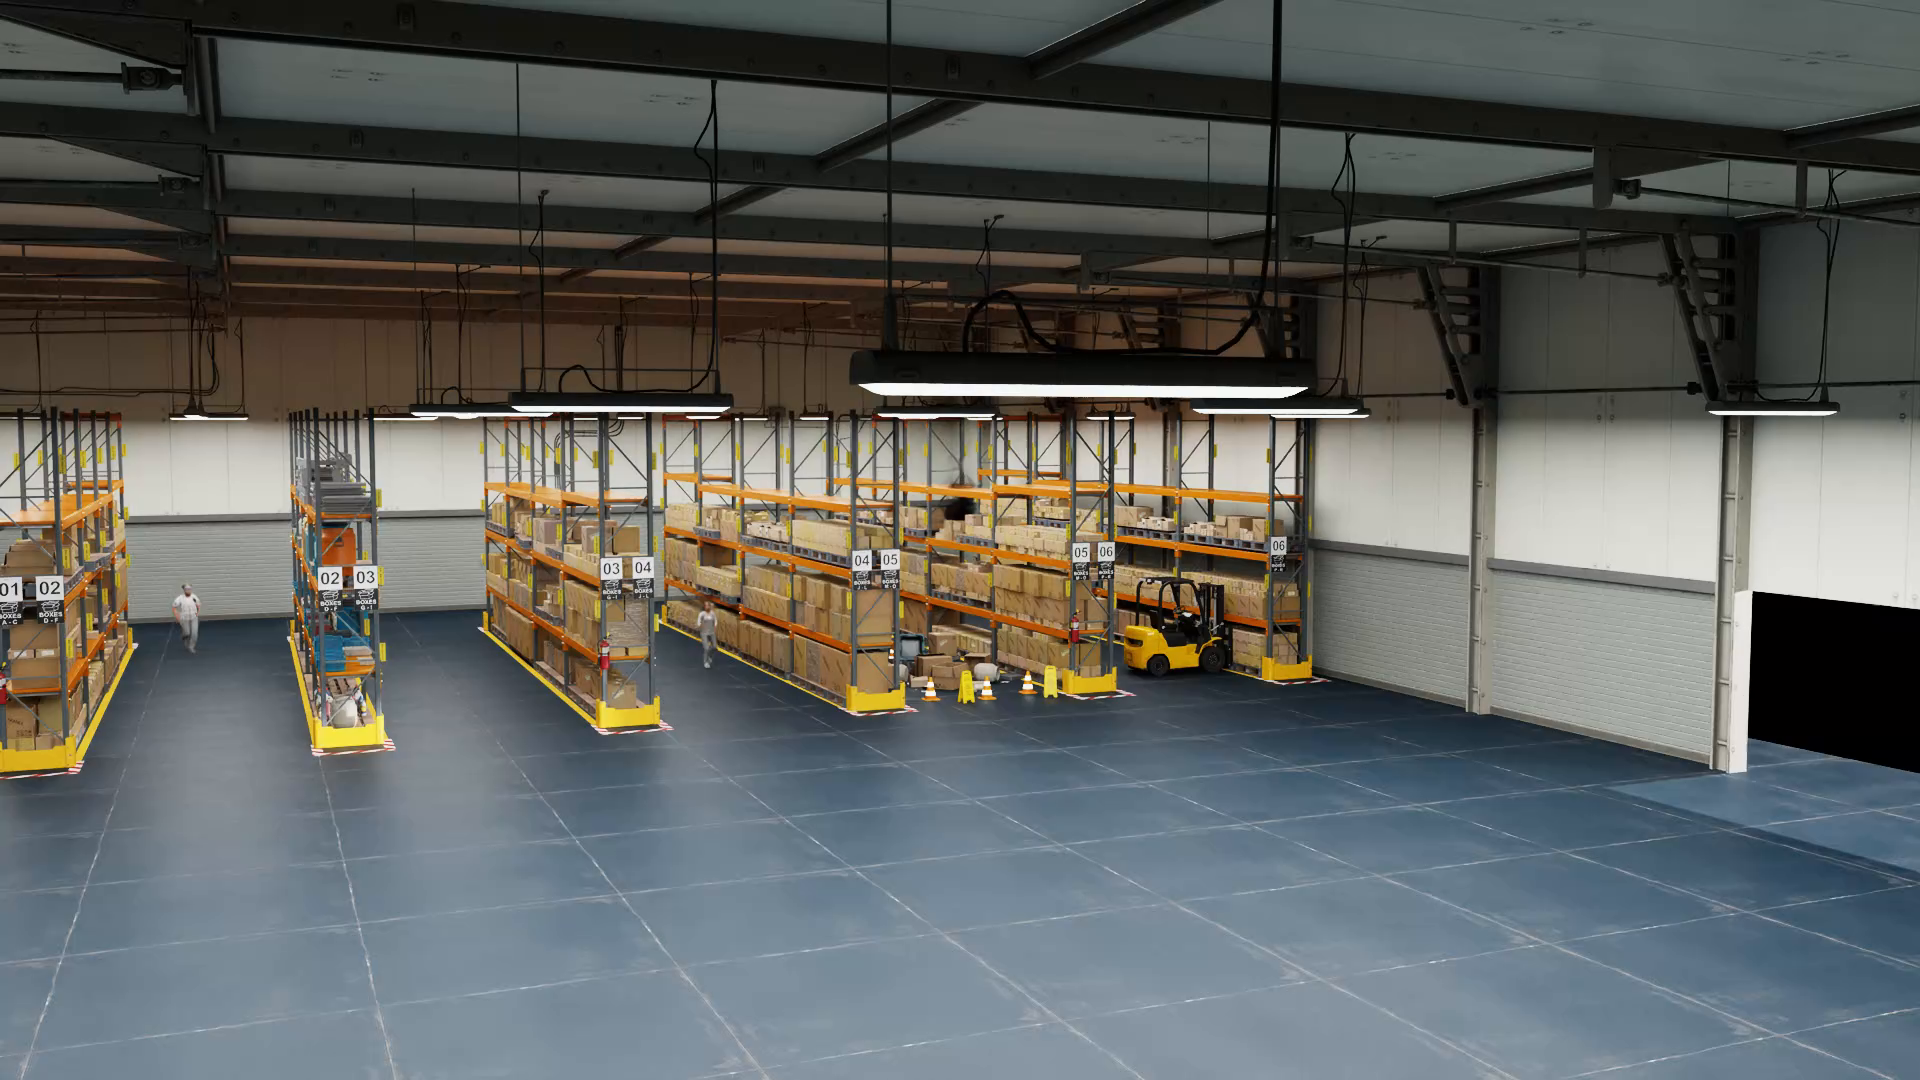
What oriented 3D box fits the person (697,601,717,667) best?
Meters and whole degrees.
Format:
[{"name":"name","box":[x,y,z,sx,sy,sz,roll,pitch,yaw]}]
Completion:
[{"name":"person","box":[-5.872,2.211,38.871,0.524,1.558,0.537,-2,4,-25]}]

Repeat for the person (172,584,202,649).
[{"name":"person","box":[-19.285,1.911,41.574,0.675,1.648,0.542,-3,5,-38]}]
